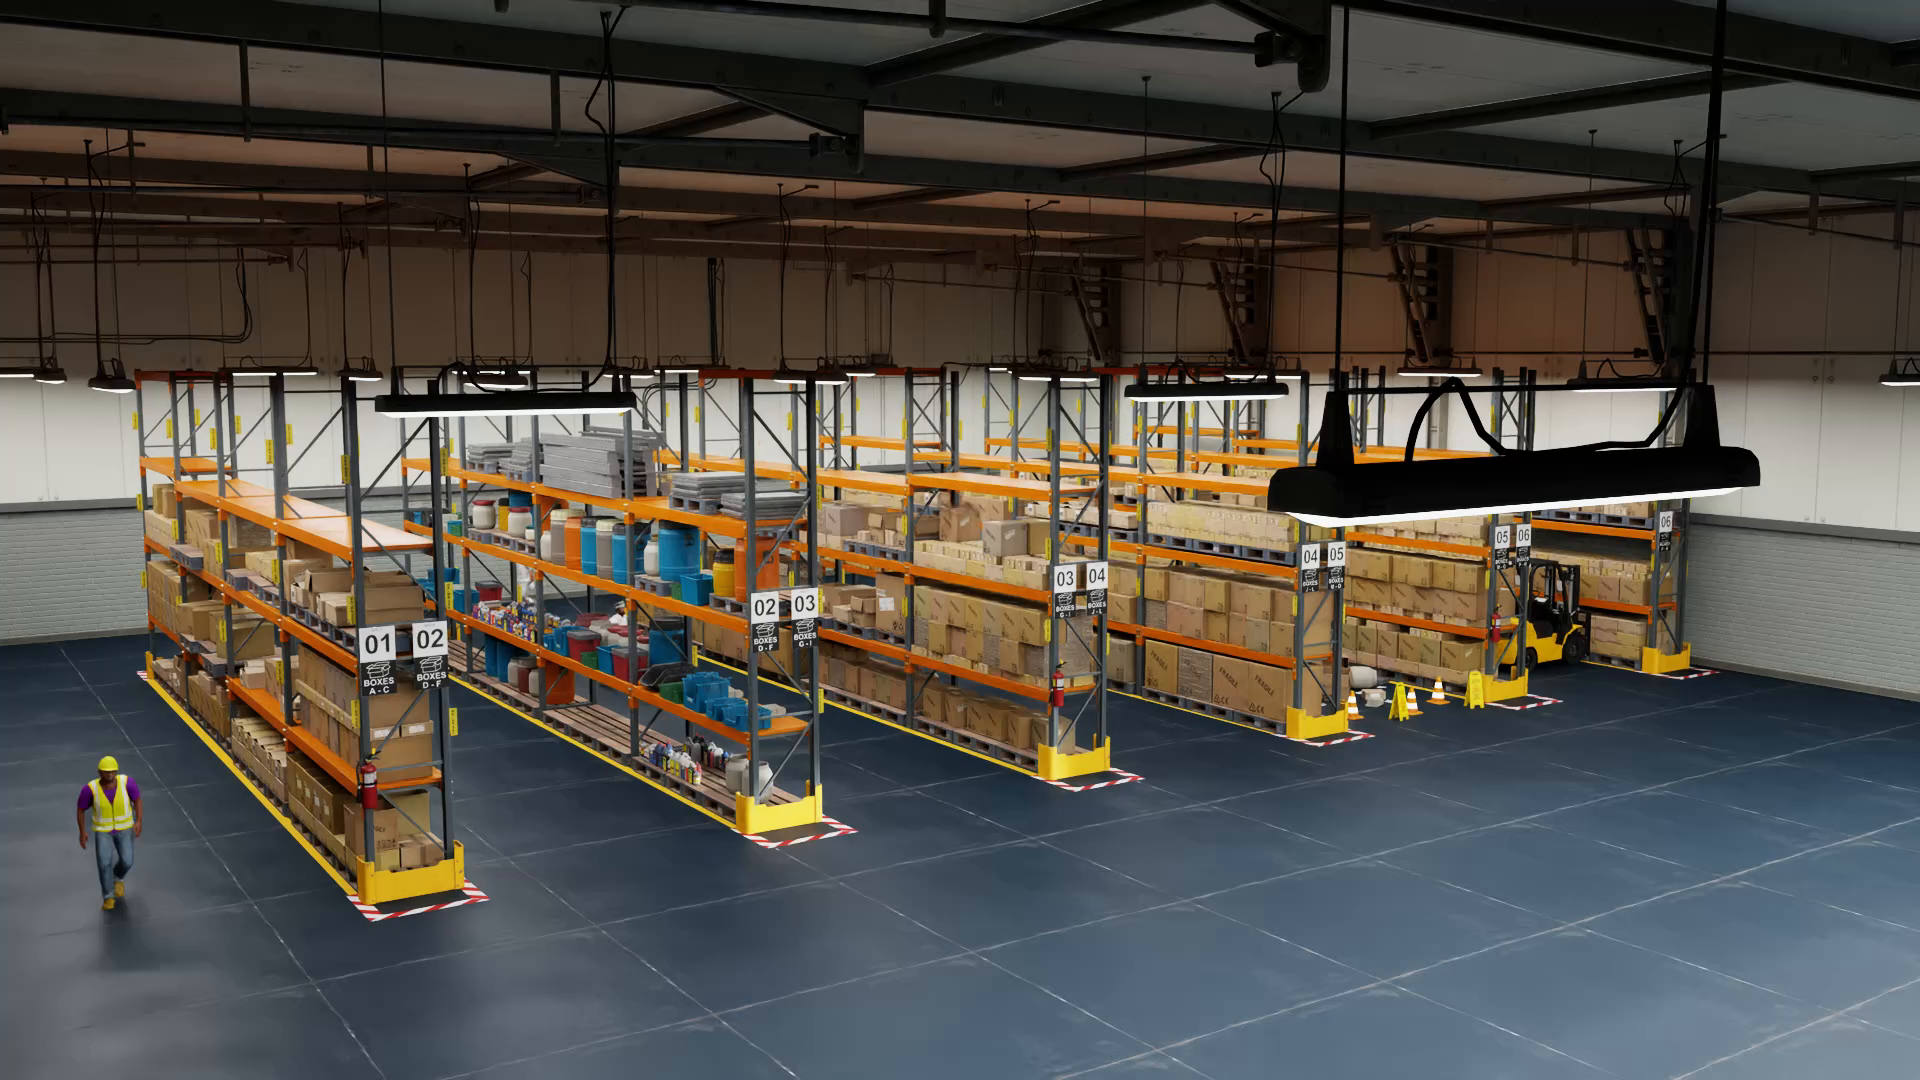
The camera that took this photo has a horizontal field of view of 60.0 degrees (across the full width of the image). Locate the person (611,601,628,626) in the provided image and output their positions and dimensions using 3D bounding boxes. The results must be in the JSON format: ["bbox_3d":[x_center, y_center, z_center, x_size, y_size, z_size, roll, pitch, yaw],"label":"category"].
[{"bbox_3d":[-6.402,1.952,31.379,0.431,1.644,0.984,-6,9,-44],"label":"person"}]

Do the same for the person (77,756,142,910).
[{"bbox_3d":[-9.773,3.319,19.126,0.672,1.746,0.619,-4,8,-33],"label":"person"}]

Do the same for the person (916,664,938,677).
[{"bbox_3d":[-0.687,1.897,31.947,0.515,1.675,0.530,-3,7,-23],"label":"person"}]

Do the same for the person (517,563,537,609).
[{"bbox_3d":[-10.359,0.999,39.551,0.598,1.766,0.942,5,8,35],"label":"person"}]
